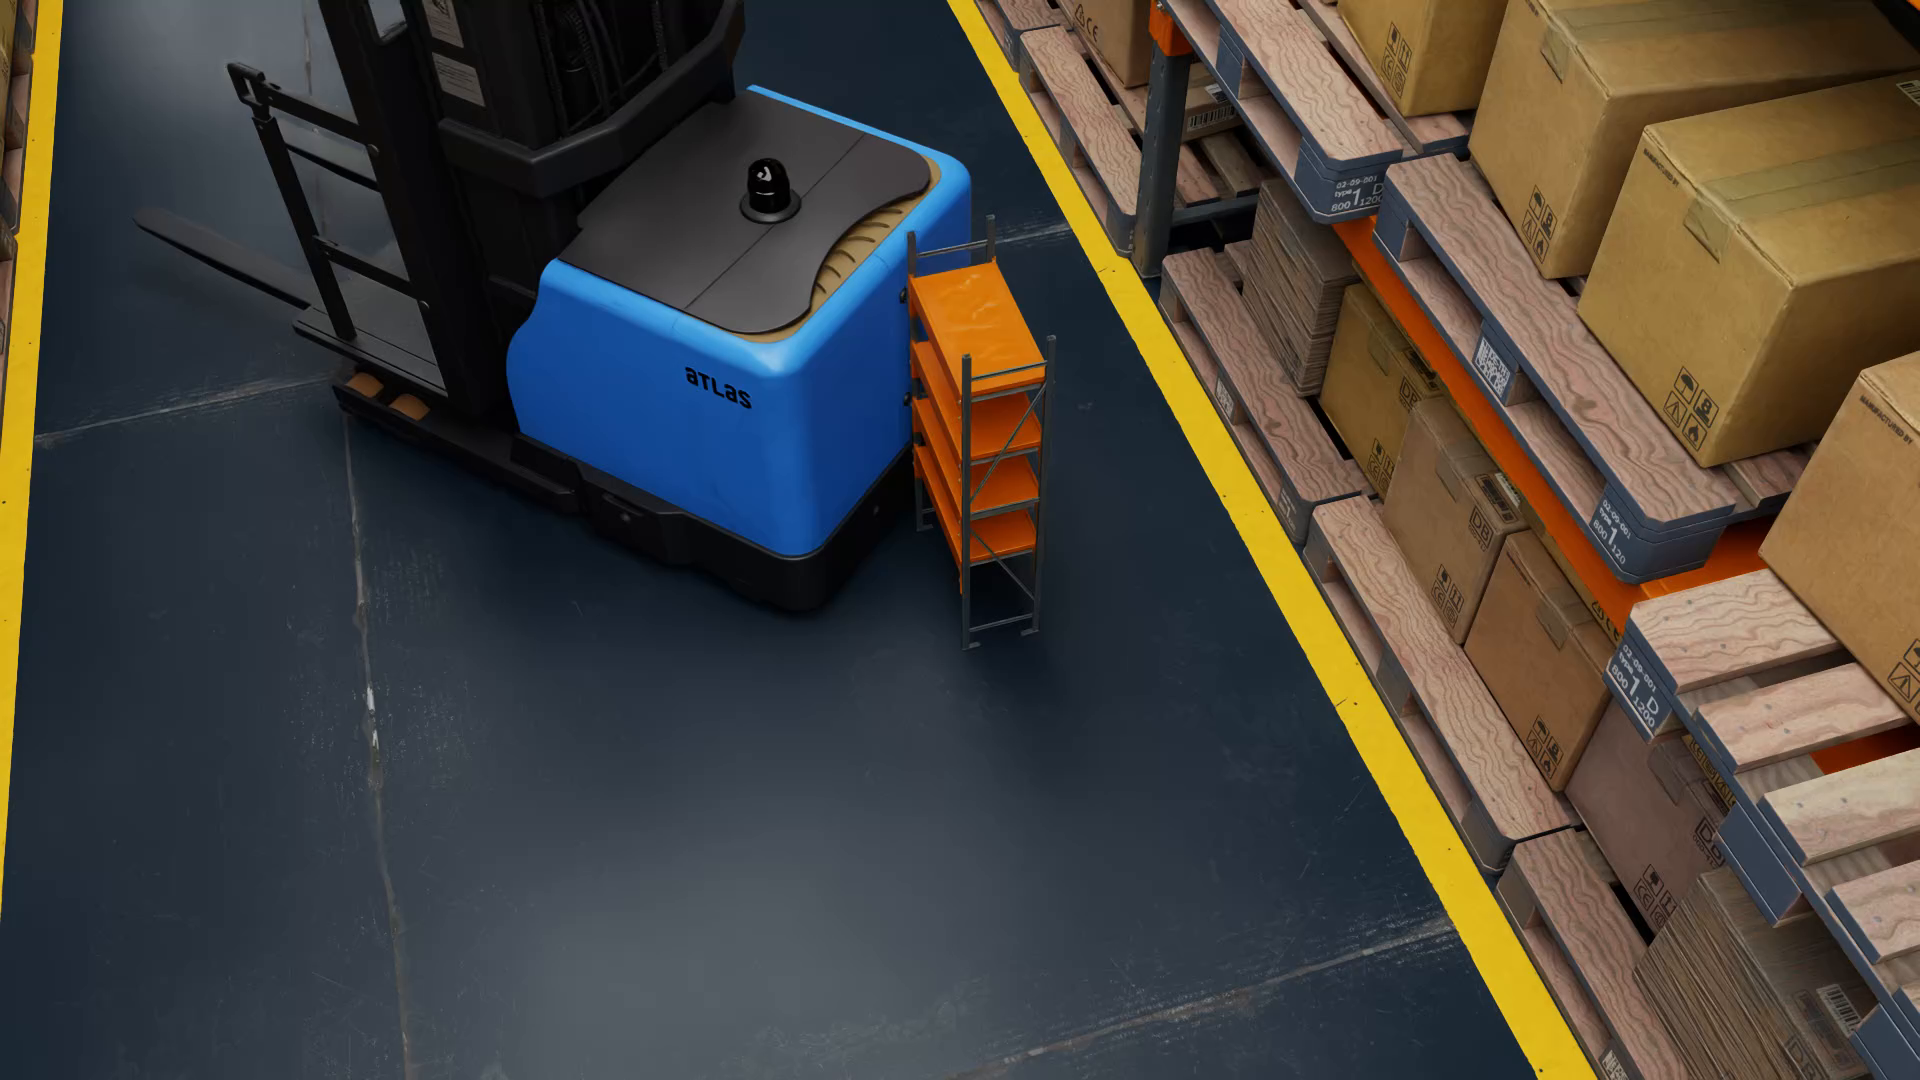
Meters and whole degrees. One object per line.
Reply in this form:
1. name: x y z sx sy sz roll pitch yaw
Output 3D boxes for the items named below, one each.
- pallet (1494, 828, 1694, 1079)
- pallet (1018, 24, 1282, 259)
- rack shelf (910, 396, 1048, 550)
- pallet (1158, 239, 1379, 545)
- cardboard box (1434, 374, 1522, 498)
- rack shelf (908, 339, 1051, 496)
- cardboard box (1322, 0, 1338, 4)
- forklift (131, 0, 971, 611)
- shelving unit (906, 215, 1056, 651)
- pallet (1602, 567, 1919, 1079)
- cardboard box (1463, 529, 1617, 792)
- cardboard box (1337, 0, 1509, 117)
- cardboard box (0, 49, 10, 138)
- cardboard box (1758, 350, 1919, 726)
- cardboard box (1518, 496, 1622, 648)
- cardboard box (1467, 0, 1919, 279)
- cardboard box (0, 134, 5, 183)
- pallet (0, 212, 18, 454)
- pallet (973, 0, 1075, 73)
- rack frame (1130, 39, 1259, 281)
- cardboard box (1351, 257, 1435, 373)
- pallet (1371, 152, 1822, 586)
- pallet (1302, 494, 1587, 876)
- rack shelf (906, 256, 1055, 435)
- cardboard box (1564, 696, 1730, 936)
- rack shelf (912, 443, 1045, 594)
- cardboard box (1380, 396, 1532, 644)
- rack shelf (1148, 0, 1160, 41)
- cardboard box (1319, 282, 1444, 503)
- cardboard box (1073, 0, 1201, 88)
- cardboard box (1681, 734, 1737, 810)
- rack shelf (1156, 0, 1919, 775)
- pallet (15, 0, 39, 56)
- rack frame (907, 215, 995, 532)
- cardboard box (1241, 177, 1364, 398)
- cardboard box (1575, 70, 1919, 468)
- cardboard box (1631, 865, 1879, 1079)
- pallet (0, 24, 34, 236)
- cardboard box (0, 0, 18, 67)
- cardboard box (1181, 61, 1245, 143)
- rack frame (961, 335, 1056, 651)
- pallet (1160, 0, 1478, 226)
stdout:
1. pallet: 2.076 1.184 4.114 1.003 0.211 1.213 -13 51 -11
2. pallet: 0.890 -1.649 6.502 1.003 0.211 1.213 -13 51 -11
3. rack shelf: 0.049 -0.222 4.741 0.258 0.148 0.480 -13 51 -11
4. pallet: 1.354 -0.598 5.616 1.003 0.211 1.213 -13 51 -11
5. cardboard box: 1.647 -0.409 4.490 0.500 0.250 0.500 -15 51 -12
6. rack shelf: 0.049 -0.367 4.570 0.258 0.148 0.480 -13 51 -11
7. cardboard box: 1.240 -1.860 4.503 0.700 0.500 0.500 -13 51 -11
8. forklift: -1.485 -1.588 4.672 3.031 2.935 1.130 24 54 19
9. shelving unit: 0.049 -0.266 4.689 0.258 1.200 0.503 -13 51 -11
10. pallet: 1.993 0.422 3.058 1.213 0.211 1.003 -13 51 -11
11. cardboard box: 1.827 0.247 4.427 0.700 0.500 0.500 -14 51 -11
12. cardboard box: 1.399 -1.450 4.157 0.700 0.500 0.500 -9 50 -7
13. cardboard box: -3.895 -1.695 6.241 0.500 0.250 0.500 -13 51 -11
14. cardboard box: 1.966 -0.061 2.986 0.700 0.500 0.500 -18 52 -14
15. cardboard box: 1.777 -0.040 4.179 0.500 0.250 0.500 -14 51 -11
16. cardboard box: 1.623 -0.976 3.758 0.700 0.500 0.500 -7 50 -6
17. cardboard box: -3.742 -1.331 5.934 0.500 0.250 0.500 -13 51 -11
18. pallet: -3.804 -0.634 5.646 1.003 0.211 1.213 -13 51 -11
19. pallet: 0.526 -2.541 7.254 1.003 0.211 1.213 -13 51 -11
20. rack frame: 1.123 -2.065 5.029 1.000 3.000 0.127 -13 51 -11
21. cardboard box: 1.490 -0.788 4.809 0.500 0.250 0.500 -14 51 -12
22. pallet: 1.681 -0.518 3.850 1.003 0.211 1.213 -13 51 -11
23. pallet: 1.719 0.295 4.863 1.003 0.211 1.213 -13 51 -11
24. rack shelf: 0.049 -0.519 4.389 0.258 0.148 0.480 -13 51 -11
25. cardboard box: 2.001 0.604 4.126 0.700 0.500 0.500 -13 51 -11
26. rack shelf: 0.049 -0.094 4.893 0.258 0.148 0.480 -13 51 -11
27. cardboard box: 1.669 -0.119 4.736 0.700 0.500 0.500 -13 51 -11
28. rack shelf: 0.531 -3.294 6.535 1.077 0.370 4.000 -13 51 -11
29. cardboard box: 1.557 -0.501 5.058 0.700 0.500 0.500 -14 51 -12
30. cardboard box: 0.777 -2.150 6.448 0.500 0.500 0.500 -17 52 -14
31. cardboard box: 1.934 0.334 3.863 0.500 0.250 0.500 -12 51 -10
32. rack shelf: 1.714 -0.372 4.073 1.077 0.370 4.000 -13 51 -11
33. pallet: -4.525 -2.416 7.148 1.003 0.211 1.213 -13 51 -11
34. rack frame: -0.023 -0.444 4.840 0.240 1.200 0.015 -13 51 -11
35. cardboard box: 1.356 -0.867 5.366 0.700 0.500 0.500 -12 51 -10
36. cardboard box: 1.767 -0.564 3.410 0.700 0.500 0.500 -13 51 -11
37. cardboard box: 2.043 1.006 3.787 0.700 0.500 0.500 -13 51 -10
38. pallet: -4.168 -1.526 6.399 1.003 0.211 1.213 -13 51 -11
39. cardboard box: -4.042 -2.061 6.549 0.500 0.250 0.500 -13 51 -11
40. cardboard box: 0.936 -1.678 6.268 0.380 0.166 0.250 -19 53 -16
41. rack frame: 0.121 -0.088 4.539 0.240 1.200 0.015 -13 51 -11
42. pallet: 1.210 -1.412 4.604 1.003 0.211 1.213 -13 51 -11
